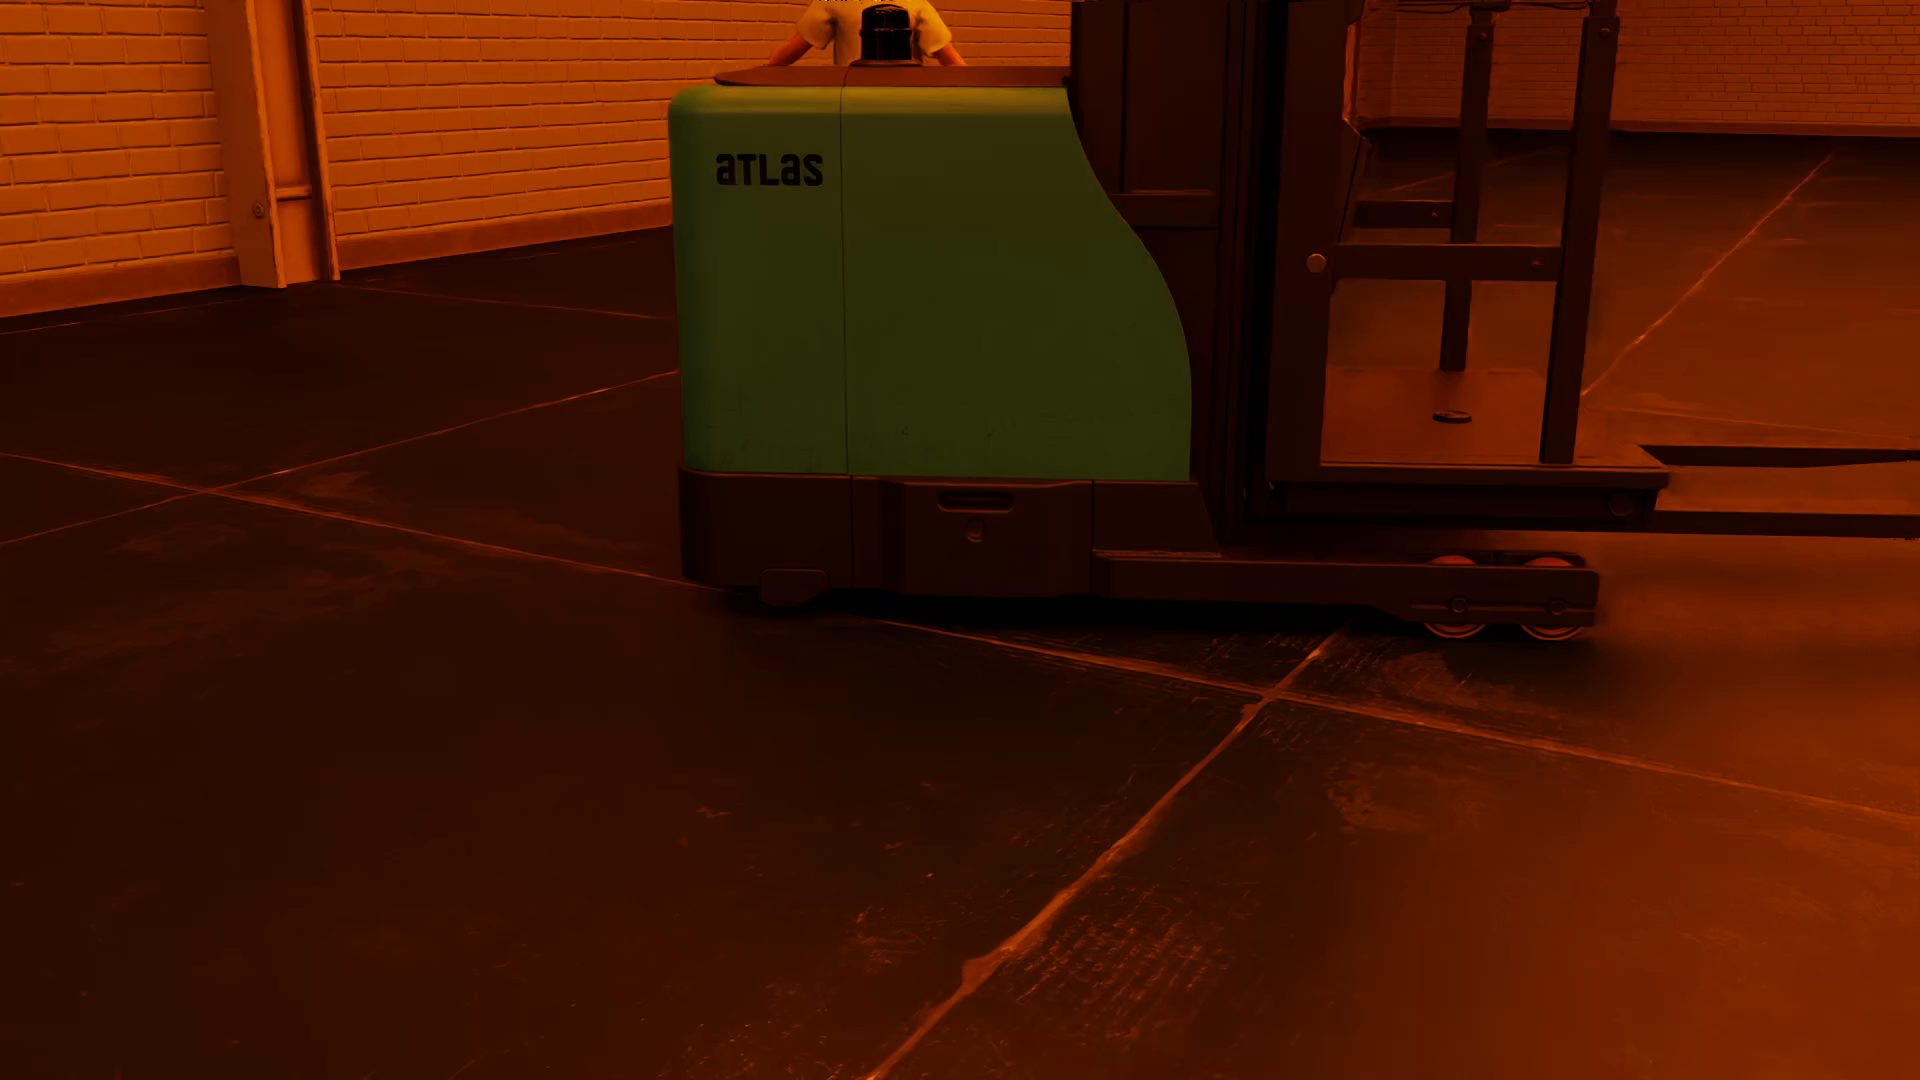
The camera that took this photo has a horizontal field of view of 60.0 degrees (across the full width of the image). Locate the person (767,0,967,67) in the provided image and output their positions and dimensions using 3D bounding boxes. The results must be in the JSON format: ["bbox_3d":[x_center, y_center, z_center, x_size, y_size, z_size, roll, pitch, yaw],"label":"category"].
[{"bbox_3d":[-0.318,-1.603,6.609,0.870,1.663,0.716,-5,17,-16],"label":"person"}]

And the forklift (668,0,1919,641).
[{"bbox_3d":[0.951,-1.359,3.466,3.031,2.935,1.130,1,16,4],"label":"forklift"}]
